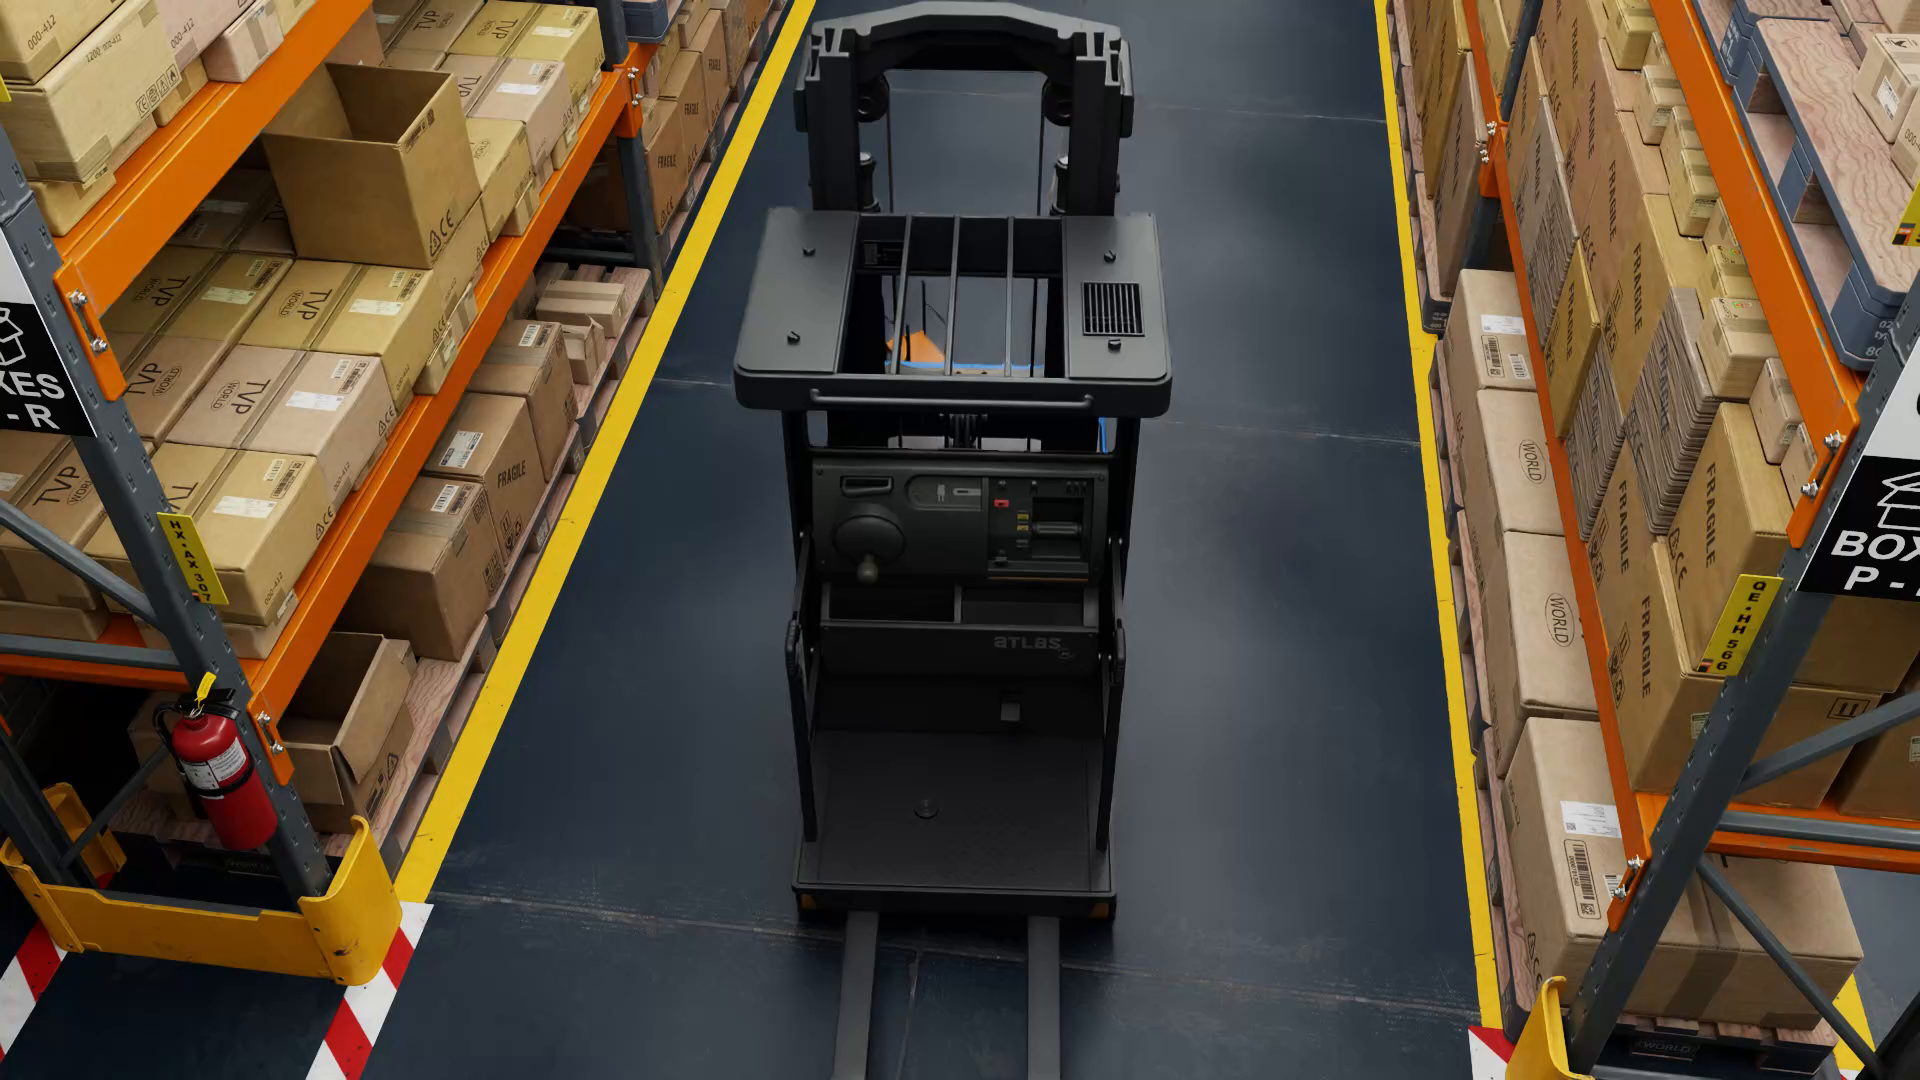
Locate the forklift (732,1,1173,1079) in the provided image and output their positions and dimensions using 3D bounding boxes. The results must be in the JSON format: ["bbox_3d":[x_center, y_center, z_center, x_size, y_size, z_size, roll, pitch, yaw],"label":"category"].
[{"bbox_3d":[-0.006,0.037,5.102,1.130,2.935,3.031,1,43,1],"label":"forklift"}]

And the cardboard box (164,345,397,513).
[{"bbox_3d":[-2.178,-0.364,5.368,0.500,0.250,0.500,6,44,6],"label":"cardboard box"}]

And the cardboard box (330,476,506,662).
[{"bbox_3d":[-2.245,0.086,6.513,0.700,0.500,0.500,7,44,7],"label":"cardboard box"}]

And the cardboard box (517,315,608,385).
[{"bbox_3d":[-1.873,-0.918,7.743,0.396,0.266,0.258,7,44,7],"label":"cardboard box"}]

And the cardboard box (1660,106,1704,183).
[{"bbox_3d":[2.365,-1.183,5.068,0.380,0.149,0.250,7,44,7],"label":"cardboard box"}]

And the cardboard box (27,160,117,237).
[{"bbox_3d":[-2.299,-0.876,4.017,0.380,0.149,0.250,6,44,6],"label":"cardboard box"}]

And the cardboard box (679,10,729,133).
[{"bbox_3d":[-1.625,-2.666,9.419,0.500,0.500,0.500,4,44,4],"label":"cardboard box"}]

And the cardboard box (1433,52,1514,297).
[{"bbox_3d":[2.880,-1.770,8.200,0.875,0.875,0.875,6,44,7],"label":"cardboard box"}]

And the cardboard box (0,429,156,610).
[{"bbox_3d":[-2.774,-0.073,5.061,0.500,0.250,0.500,6,44,7],"label":"cardboard box"}]

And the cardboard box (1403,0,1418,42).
[{"bbox_3d":[3.233,-3.603,10.136,0.875,0.875,0.875,5,44,5],"label":"cardboard box"}]

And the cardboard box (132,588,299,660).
[{"bbox_3d":[-2.256,0.210,5.052,0.380,0.149,0.250,5,44,5],"label":"cardboard box"}]

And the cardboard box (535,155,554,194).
[{"bbox_3d":[-1.920,-1.542,6.901,0.380,0.149,0.250,6,44,7],"label":"cardboard box"}]

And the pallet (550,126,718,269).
[{"bbox_3d":[-1.973,-1.953,9.182,1.003,0.211,1.213,5,44,6],"label":"pallet"}]

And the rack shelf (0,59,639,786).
[{"bbox_3d":[-2.307,-0.784,6.442,1.077,0.370,4.000,5,44,6],"label":"rack shelf"}]

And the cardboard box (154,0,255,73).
[{"bbox_3d":[-2.195,-1.451,4.334,0.500,0.250,0.500,6,44,6],"label":"cardboard box"}]

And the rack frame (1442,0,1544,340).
[{"bbox_3d":[2.878,-1.960,7.160,1.000,3.000,0.127,5,44,6],"label":"rack frame"}]

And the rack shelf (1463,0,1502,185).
[{"bbox_3d":[3.142,-3.061,8.847,1.077,0.370,4.000,5,44,6],"label":"rack shelf"}]

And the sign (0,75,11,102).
[{"bbox_3d":[-2.034,-1.040,3.371,0.100,0.325,0.005,5,44,6],"label":"sign"}]

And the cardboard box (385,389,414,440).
[{"bbox_3d":[-2.145,-0.498,5.799,0.380,0.149,0.250,6,44,6],"label":"cardboard box"}]

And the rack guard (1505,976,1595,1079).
[{"bbox_3d":[2.346,1.690,5.123,1.175,0.500,0.348,5,44,6],"label":"rack guard"}]

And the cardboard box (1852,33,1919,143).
[{"bbox_3d":[2.295,-1.028,3.799,0.380,0.149,0.250,2,43,2],"label":"cardboard box"}]

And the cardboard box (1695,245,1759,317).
[{"bbox_3d":[2.232,-0.658,4.514,0.380,0.149,0.250,6,44,6],"label":"cardboard box"}]

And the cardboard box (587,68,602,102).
[{"bbox_3d":[-1.835,-2.077,7.467,0.380,0.149,0.250,6,44,6],"label":"cardboard box"}]

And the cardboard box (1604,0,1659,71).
[{"bbox_3d":[2.411,-1.707,5.621,0.380,0.149,0.250,4,44,4],"label":"cardboard box"}]

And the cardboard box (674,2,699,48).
[{"bbox_3d":[-1.656,-2.836,9.126,0.380,0.149,0.250,5,44,5],"label":"cardboard box"}]

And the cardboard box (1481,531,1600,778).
[{"bbox_3d":[2.450,0.461,6.162,0.875,0.438,0.875,6,44,7],"label":"cardboard box"}]

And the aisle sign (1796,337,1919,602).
[{"bbox_3d":[2.032,-0.157,3.365,0.394,0.787,0.004,5,44,6],"label":"aisle sign"}]

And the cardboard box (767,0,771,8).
[{"bbox_3d":[-1.433,-3.731,10.544,0.500,0.500,0.500,5,44,5],"label":"cardboard box"}]

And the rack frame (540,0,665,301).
[{"bbox_3d":[-2.043,-2.408,7.634,1.000,3.000,0.127,5,44,6],"label":"rack frame"}]

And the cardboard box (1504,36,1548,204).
[{"bbox_3d":[2.556,-1.700,6.813,0.500,0.500,0.500,7,44,7],"label":"cardboard box"}]

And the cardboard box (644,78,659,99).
[{"bbox_3d":[-1.772,-2.305,8.565,0.380,0.149,0.250,4,44,4],"label":"cardboard box"}]

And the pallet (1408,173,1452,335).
[{"bbox_3d":[2.905,-1.480,8.681,1.003,0.211,1.213,5,44,6],"label":"pallet"}]

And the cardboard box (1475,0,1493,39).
[{"bbox_3d":[2.756,-2.581,7.925,0.500,0.250,0.500,5,44,5],"label":"cardboard box"}]

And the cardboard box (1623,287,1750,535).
[{"bbox_3d":[2.217,-0.342,4.652,0.500,0.500,0.500,5,44,6],"label":"cardboard box"}]

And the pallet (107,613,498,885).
[{"bbox_3d":[-2.457,0.735,6.342,1.003,0.211,1.213,5,44,6],"label":"pallet"}]

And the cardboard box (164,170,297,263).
[{"bbox_3d":[-2.565,-1.118,6.164,0.500,0.250,0.500,5,44,5],"label":"cardboard box"}]

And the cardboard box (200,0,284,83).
[{"bbox_3d":[-2.105,-1.391,4.561,0.380,0.149,0.250,6,44,6],"label":"cardboard box"}]

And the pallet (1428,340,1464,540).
[{"bbox_3d":[2.700,-0.436,7.579,1.003,0.211,1.213,5,44,6],"label":"pallet"}]

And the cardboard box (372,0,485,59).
[{"bbox_3d":[-2.376,-2.149,7.253,0.500,0.250,0.500,5,44,5],"label":"cardboard box"}]

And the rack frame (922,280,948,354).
[{"bbox_3d":[-0.092,-0.529,6.958,0.006,1.200,0.240,-20,47,-20],"label":"rack frame"}]

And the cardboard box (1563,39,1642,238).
[{"bbox_3d":[2.423,-1.365,5.732,0.500,0.500,0.500,6,44,6],"label":"cardboard box"}]

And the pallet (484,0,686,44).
[{"bbox_3d":[-1.829,-2.873,8.265,1.003,0.211,1.213,5,44,6],"label":"pallet"}]

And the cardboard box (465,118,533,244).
[{"bbox_3d":[-1.999,-1.411,6.474,0.500,0.250,0.500,5,44,5],"label":"cardboard box"}]

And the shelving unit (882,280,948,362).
[{"bbox_3d":[-0.173,-0.499,6.927,0.189,1.200,0.258,-20,47,-20],"label":"shelving unit"}]

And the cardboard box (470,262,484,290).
[{"bbox_3d":[-2.056,-1.027,6.358,0.380,0.149,0.250,5,44,5],"label":"cardboard box"}]

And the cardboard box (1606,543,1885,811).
[{"bbox_3d":[2.150,0.377,4.619,0.500,0.500,0.500,5,44,6],"label":"cardboard box"}]

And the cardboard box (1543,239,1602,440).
[{"bbox_3d":[2.345,-0.668,5.723,0.500,0.500,0.500,6,44,7],"label":"cardboard box"}]

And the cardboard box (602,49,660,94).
[{"bbox_3d":[-1.745,-2.398,8.448,0.380,0.149,0.250,3,44,3],"label":"cardboard box"}]

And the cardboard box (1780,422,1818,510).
[{"bbox_3d":[2.198,-0.131,3.957,0.380,0.149,0.250,6,44,6],"label":"cardboard box"}]
